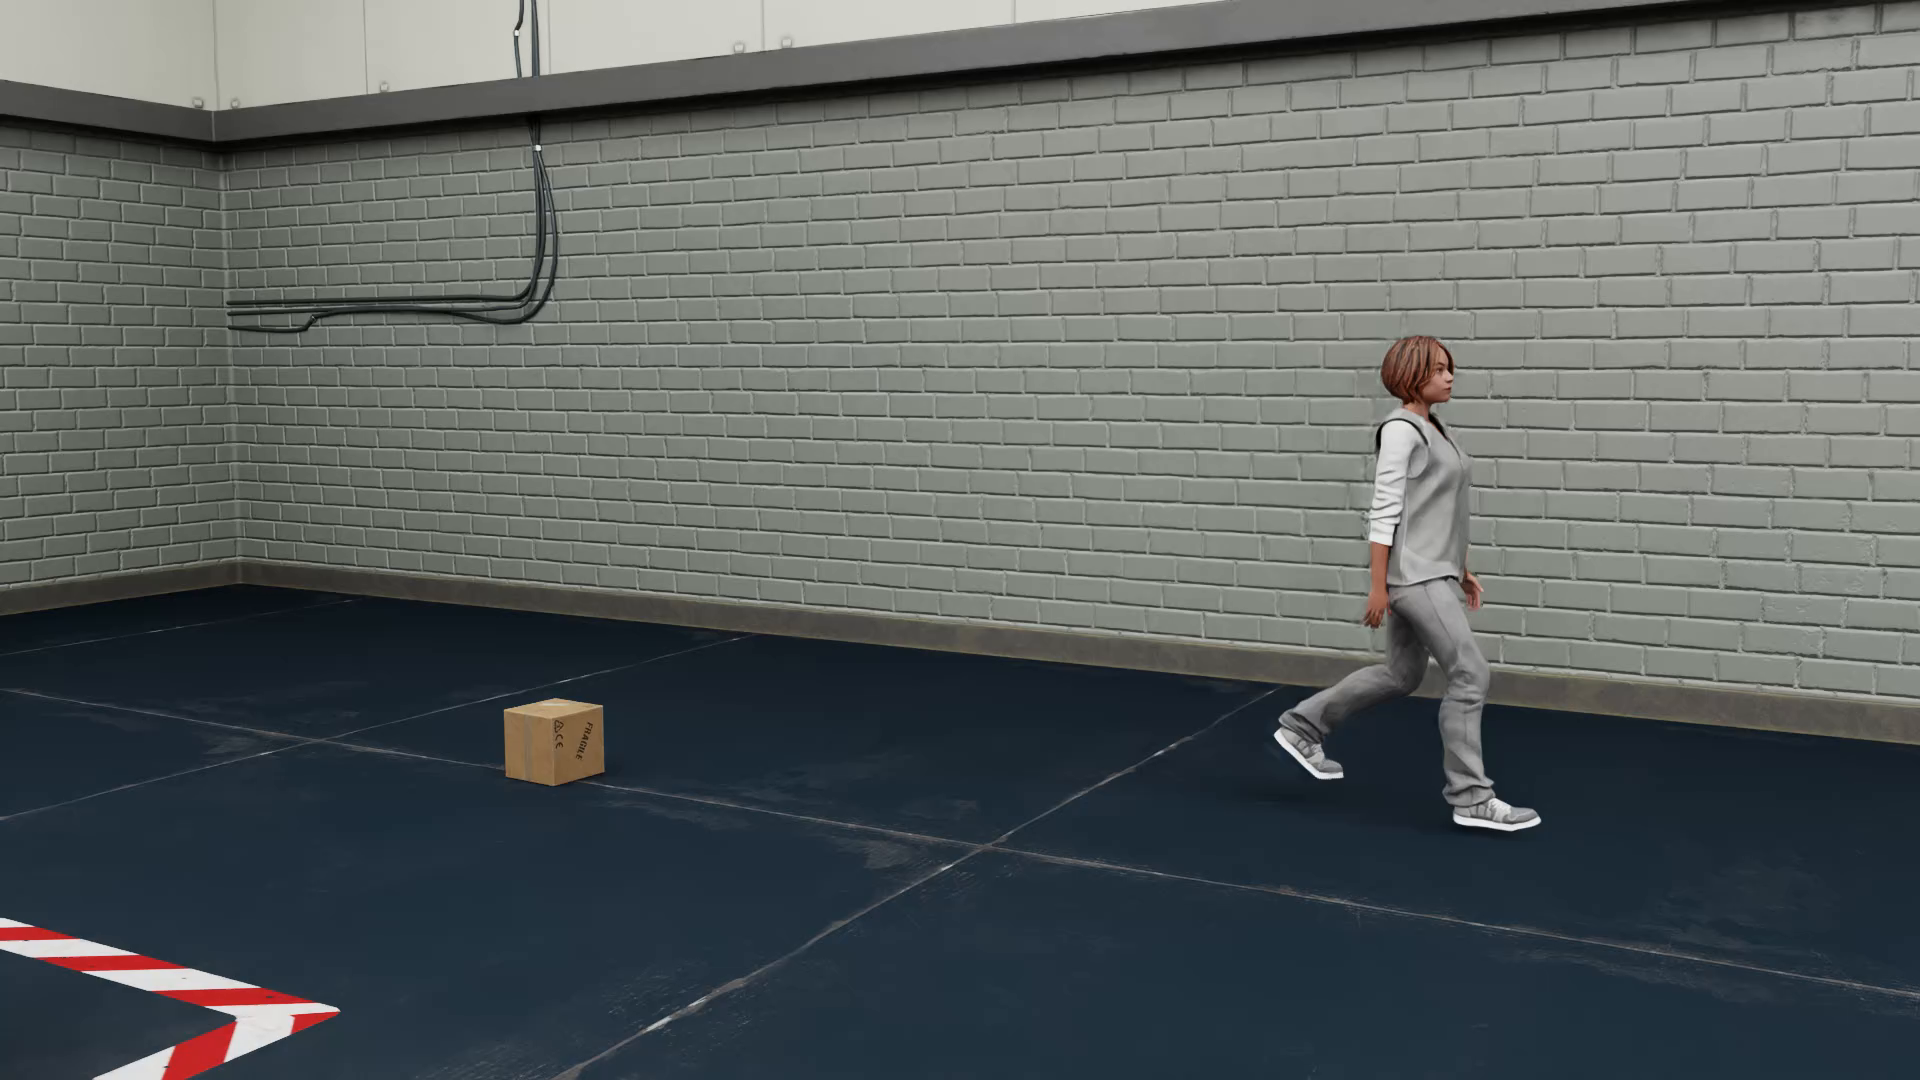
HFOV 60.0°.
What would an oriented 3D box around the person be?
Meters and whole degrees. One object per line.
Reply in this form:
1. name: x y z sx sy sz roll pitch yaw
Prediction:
1. person: 1.450 0.119 5.386 0.892 1.547 0.408 3 7 26
